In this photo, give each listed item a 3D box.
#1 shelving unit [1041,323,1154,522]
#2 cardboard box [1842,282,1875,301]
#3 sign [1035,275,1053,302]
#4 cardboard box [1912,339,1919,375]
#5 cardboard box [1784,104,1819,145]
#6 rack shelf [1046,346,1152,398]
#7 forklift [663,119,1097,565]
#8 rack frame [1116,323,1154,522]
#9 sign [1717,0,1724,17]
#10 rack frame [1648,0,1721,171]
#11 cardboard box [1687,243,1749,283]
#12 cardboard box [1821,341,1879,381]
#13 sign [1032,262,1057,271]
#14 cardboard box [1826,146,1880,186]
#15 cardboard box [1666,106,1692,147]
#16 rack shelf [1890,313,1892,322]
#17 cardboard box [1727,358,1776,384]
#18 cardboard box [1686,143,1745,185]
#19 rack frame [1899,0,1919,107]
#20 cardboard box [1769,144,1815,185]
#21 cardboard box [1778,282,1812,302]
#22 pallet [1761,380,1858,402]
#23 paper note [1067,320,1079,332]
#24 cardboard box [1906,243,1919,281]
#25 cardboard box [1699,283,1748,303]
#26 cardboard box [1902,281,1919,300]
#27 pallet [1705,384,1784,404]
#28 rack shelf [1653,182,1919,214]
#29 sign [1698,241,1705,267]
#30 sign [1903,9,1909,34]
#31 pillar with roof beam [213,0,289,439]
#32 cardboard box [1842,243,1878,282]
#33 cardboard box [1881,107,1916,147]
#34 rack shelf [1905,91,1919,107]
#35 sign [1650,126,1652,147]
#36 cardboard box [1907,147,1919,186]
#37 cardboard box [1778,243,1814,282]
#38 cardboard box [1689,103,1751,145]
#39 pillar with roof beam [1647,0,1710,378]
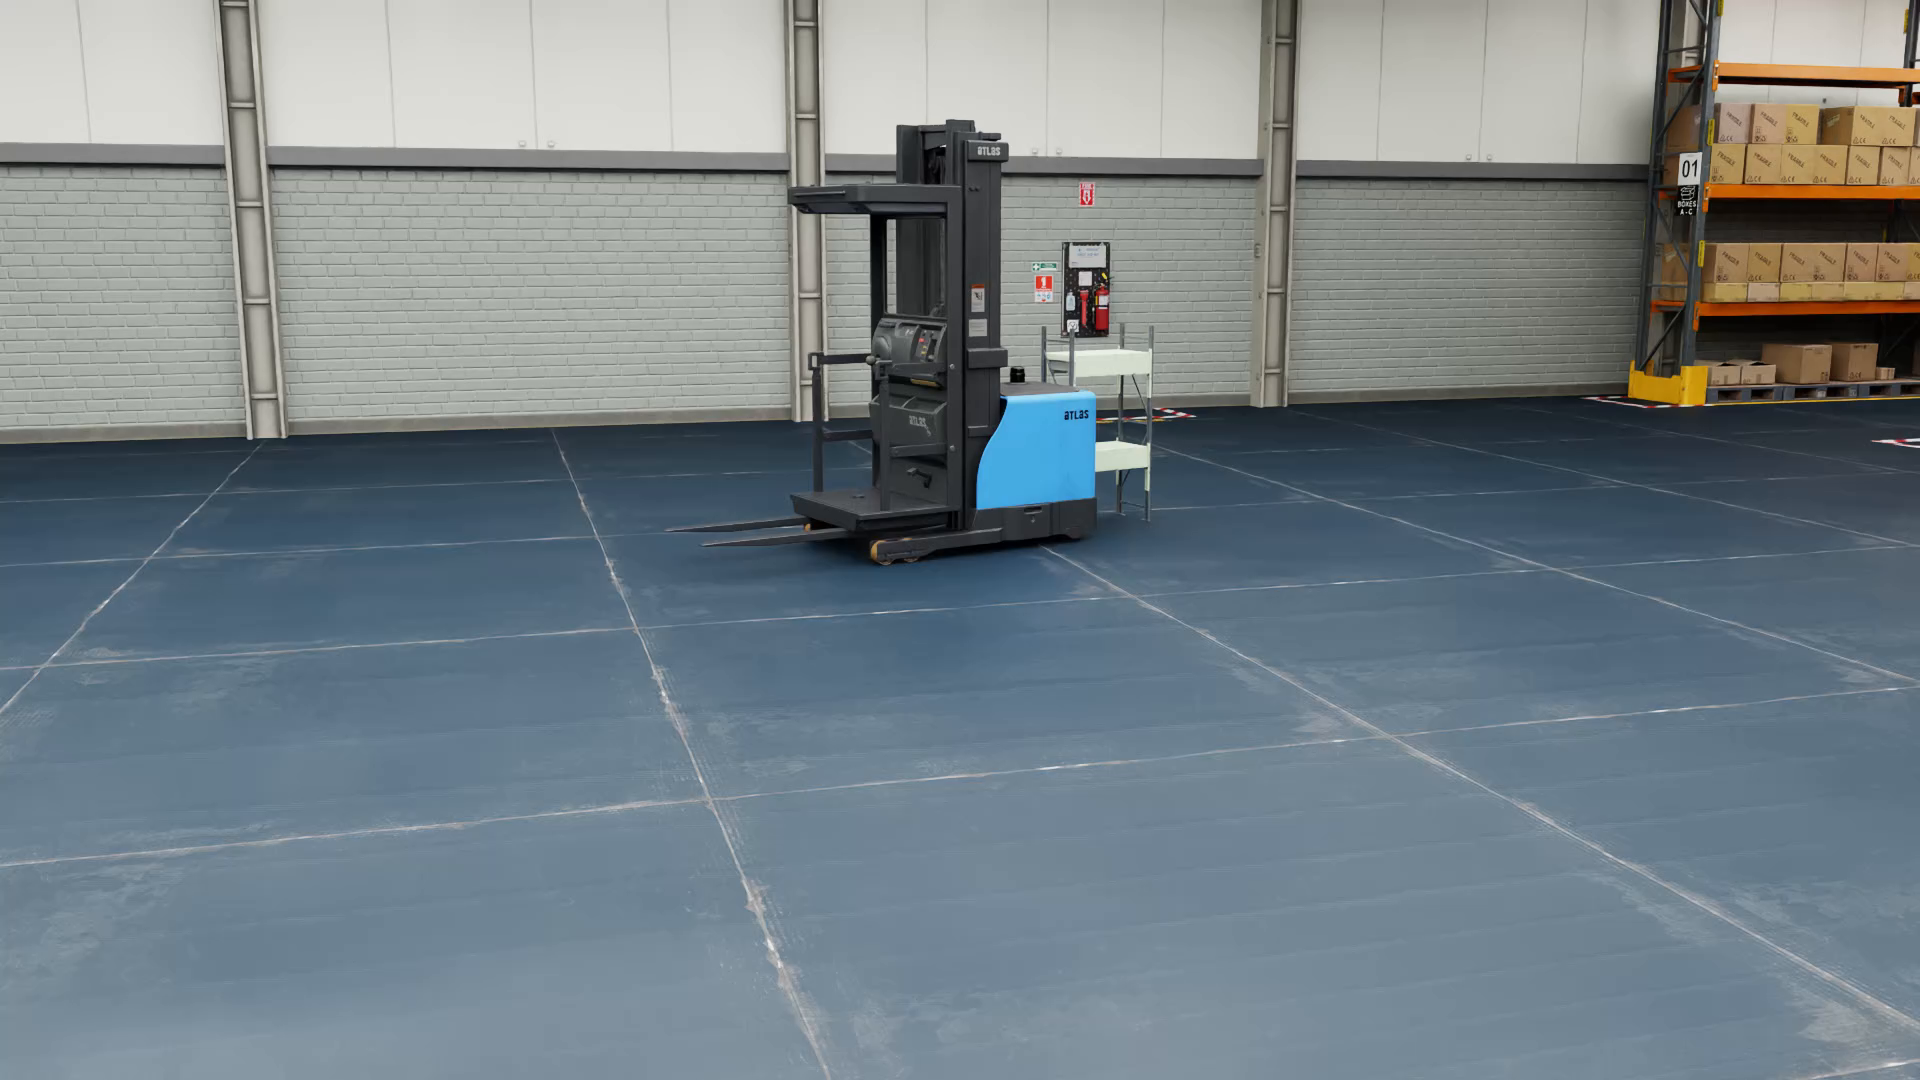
[{"bbox_3d":[1.039,-0.877,12.666,0.755,1.500,0.431,-6,12,-31],"label":"shelving unit"},{"bbox_3d":[11.817,-3.333,22.224,0.500,0.250,0.500,-3,11,-16],"label":"cardboard box"},{"bbox_3d":[1.032,-3.094,20.470,0.234,0.329,0.001,-3,11,-16],"label":"sign"},{"bbox_3d":[13.848,-2.552,23.315,0.500,0.500,0.700,-3,11,-14],"label":"cardboard box"},{"bbox_3d":[10.728,-5.371,21.556,0.500,0.500,0.500,-3,11,-14],"label":"cardboard box"},{"bbox_3d":[1.039,-1.260,12.595,0.720,0.370,0.431,-6,12,-31],"label":"rack shelf"},{"bbox_3d":[-0.534,-1.382,11.459,3.031,2.935,1.130,-6,12,-31],"label":"forklift"},{"bbox_3d":[1.351,-0.911,12.854,0.023,1.500,0.400,-6,12,-31],"label":"rack frame"},{"bbox_3d":[9.457,-6.677,20.664,0.005,0.325,0.100,-3,11,-16],"label":"sign"},{"bbox_3d":[9.306,-6.273,21.268,0.127,3.000,1.000,-3,11,-16],"label":"rack frame"},{"bbox_3d":[9.848,-3.600,21.602,0.500,0.500,0.500,-3,11,-16],"label":"cardboard box"},{"bbox_3d":[12.161,-2.453,22.774,0.500,0.500,0.500,-4,11,-20],"label":"cardboard box"},{"bbox_3d":[1.039,-3.353,20.415,0.331,0.109,0.001,-3,11,-16],"label":"sign"},{"bbox_3d":[11.720,-4.933,21.941,0.500,0.500,0.500,-3,11,-18],"label":"cardboard box"},{"bbox_3d":[9.646,-5.416,21.803,0.500,0.500,0.500,-3,11,-13],"label":"cardboard box"},{"bbox_3d":[15.066,-3.273,23.525,4.000,0.370,1.077,-3,11,-16],"label":"rack shelf"},{"bbox_3d":[10.542,-2.265,22.277,0.500,0.311,0.500,-2,11,-11],"label":"cardboard box"},{"bbox_3d":[9.696,-4.830,21.384,0.500,0.500,0.500,-3,11,-14],"label":"cardboard box"},{"bbox_3d":[13.146,-6.476,22.367,0.127,3.000,1.000,-3,11,-16],"label":"rack frame"},{"bbox_3d":[10.720,-4.878,21.645,0.500,0.500,0.500,-2,11,-13],"label":"cardboard box"},{"bbox_3d":[10.848,-3.282,21.948,0.500,0.250,0.500,-3,11,-17],"label":"cardboard box"},{"bbox_3d":[11.338,-2.051,22.606,1.213,0.211,1.003,-3,11,-16],"label":"pallet"},{"bbox_3d":[1.402,-2.656,20.624,0.142,0.148,0.016,-3,11,-16],"label":"paper note"},{"bbox_3d":[12.779,-3.752,22.432,0.500,0.500,0.500,-3,11,-16],"label":"cardboard box"},{"bbox_3d":[9.863,-3.228,21.657,0.500,0.250,0.500,-3,11,-18],"label":"cardboard box"},{"bbox_3d":[12.776,-3.385,22.506,0.500,0.250,0.500,-3,11,-16],"label":"cardboard box"},{"bbox_3d":[10.168,-1.990,22.274,1.213,0.211,1.003,-3,11,-16],"label":"pallet"},{"bbox_3d":[11.226,-4.545,22.154,4.000,0.370,1.077,-3,11,-16],"label":"rack shelf"},{"bbox_3d":[9.457,-3.654,21.220,0.005,0.325,0.100,-3,11,-16],"label":"sign"},{"bbox_3d":[12.985,-7.109,22.791,0.005,0.325,0.100,-3,11,-16],"label":"sign"},{"bbox_3d":[-6.343,-4.800,13.264,0.400,9.000,9.100,-3,11,-16],"label":"pillar with roof beam"},{"bbox_3d":[11.814,-3.703,22.162,0.500,0.500,0.500,-3,11,-18],"label":"cardboard box"},{"bbox_3d":[12.215,-5.449,21.982,0.500,0.500,0.500,-2,11,-13],"label":"cardboard box"},{"bbox_3d":[15.066,-6.026,23.019,4.000,0.370,1.077,-3,11,-16],"label":"rack shelf"},{"bbox_3d":[9.170,-5.331,21.989,0.005,0.325,0.100,-3,11,-16],"label":"sign"},{"bbox_3d":[12.728,-4.991,22.255,0.500,0.500,0.500,-3,11,-14],"label":"cardboard box"},{"bbox_3d":[10.823,-3.648,21.865,0.500,0.500,0.500,-3,11,-18],"label":"cardboard box"},{"bbox_3d":[9.743,-5.326,21.315,0.500,0.500,0.500,-4,11,-20],"label":"cardboard box"},{"bbox_3d":[10.939,-5.711,18.212,0.400,9.000,9.100,-3,11,-16],"label":"pillar with roof beam"}]
